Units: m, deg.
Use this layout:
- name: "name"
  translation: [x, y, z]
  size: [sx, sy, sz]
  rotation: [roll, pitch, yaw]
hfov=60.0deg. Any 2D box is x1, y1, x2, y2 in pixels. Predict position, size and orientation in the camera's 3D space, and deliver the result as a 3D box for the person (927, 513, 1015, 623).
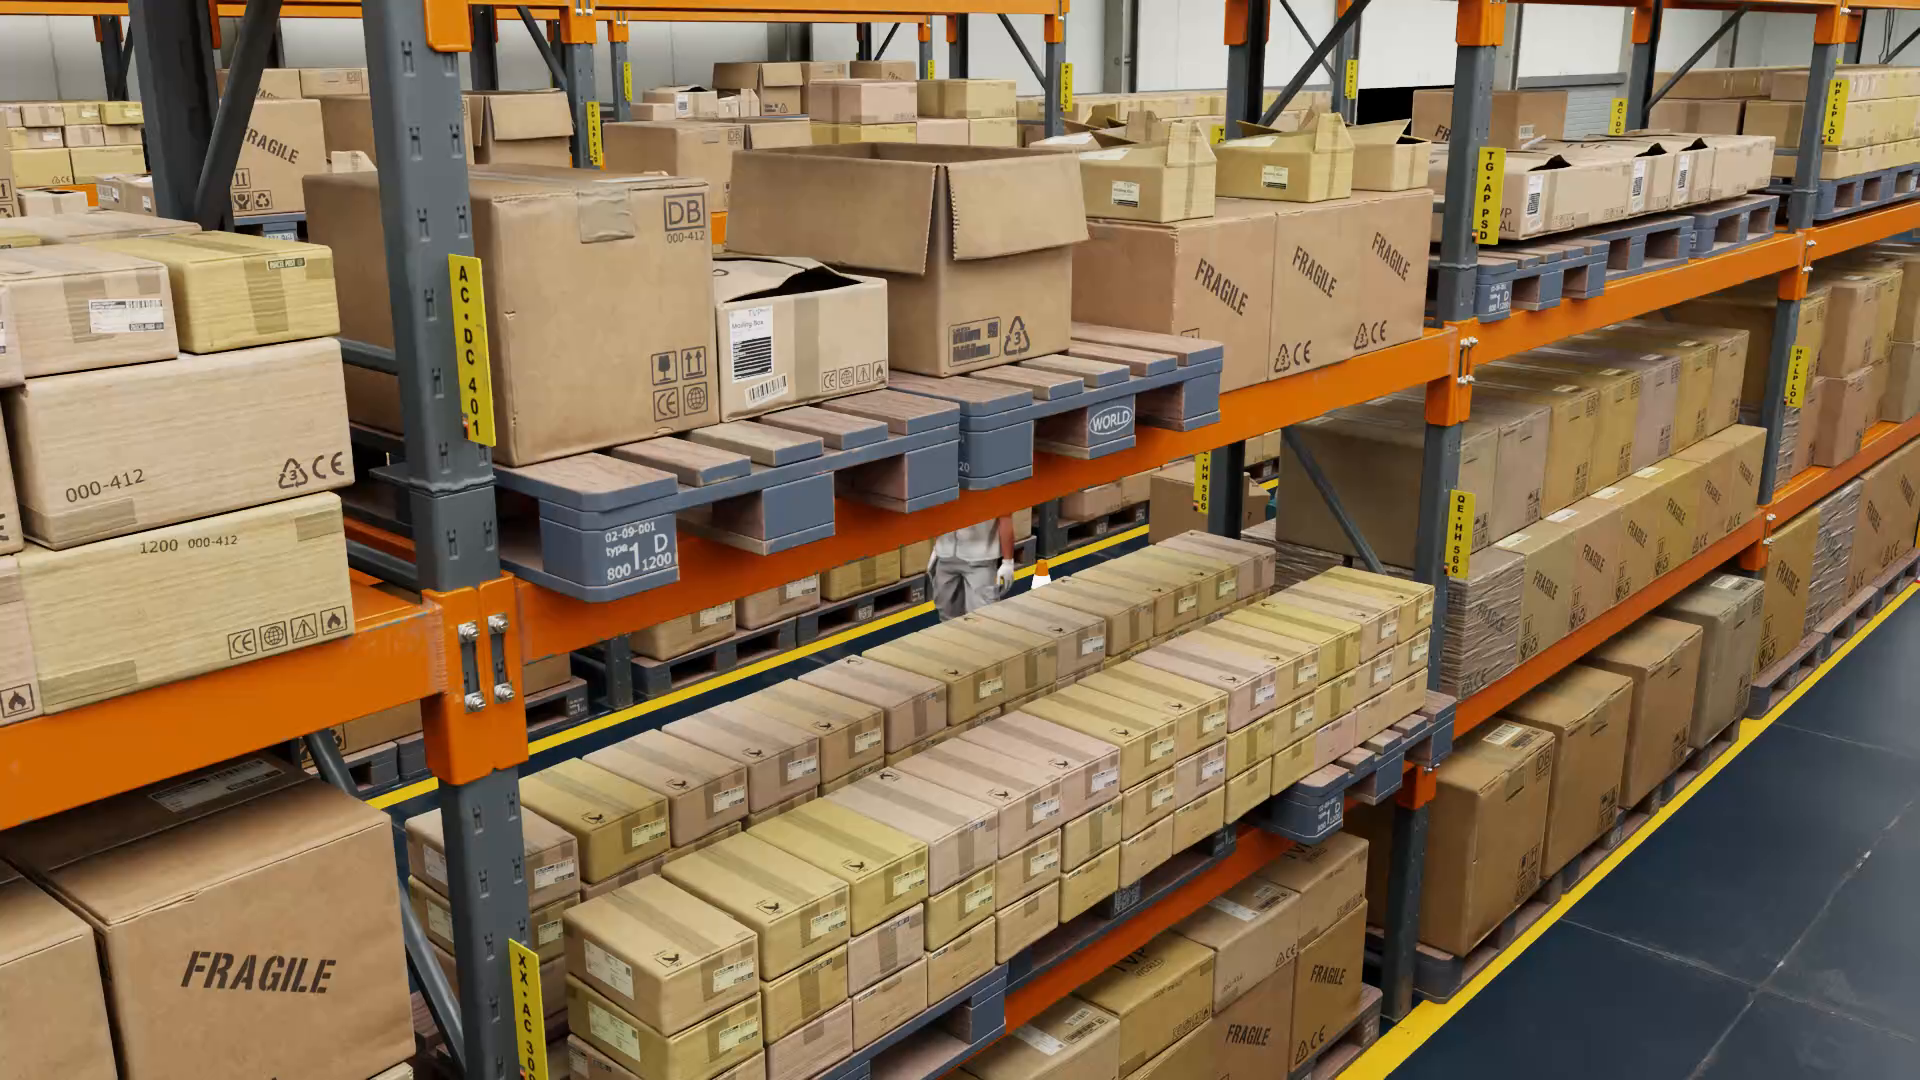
- name: "person"
  translation: [0.019, 0.141, 9.524]
  size: [0.564, 1.792, 0.569]
  rotation: [10, 20, 31]
